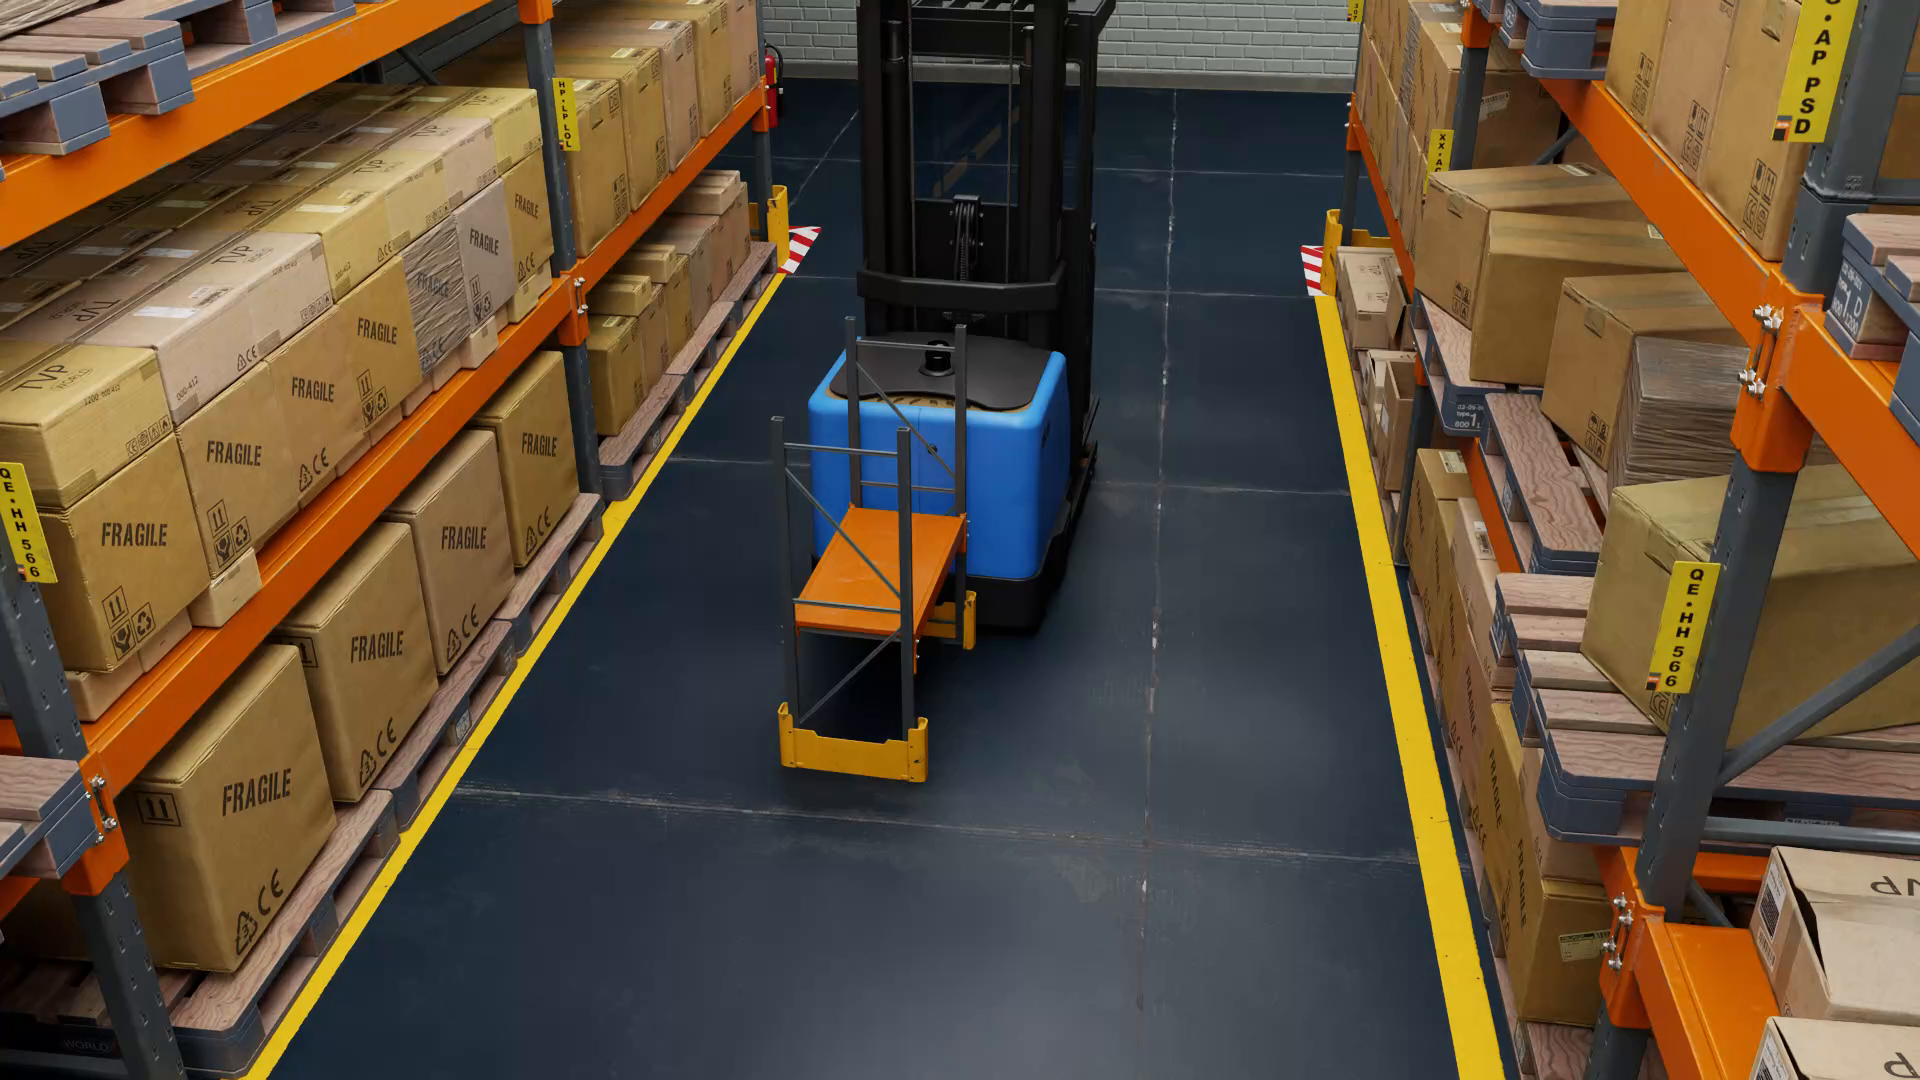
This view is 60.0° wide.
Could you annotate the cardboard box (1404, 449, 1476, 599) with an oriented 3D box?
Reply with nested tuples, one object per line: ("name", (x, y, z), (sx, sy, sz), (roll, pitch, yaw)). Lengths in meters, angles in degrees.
("cardboard box", (2.293, -0.069, 7.387), (0.500, 0.500, 0.500), (2, 28, 4))

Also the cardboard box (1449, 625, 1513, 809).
("cardboard box", (2.107, 0.656, 6.042), (0.500, 0.500, 0.500), (2, 28, 4))

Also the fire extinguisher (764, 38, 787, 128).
("fire extinguisher", (-1.356, -3.204, 11.509), (0.296, 0.674, 0.183), (3, 28, 6))

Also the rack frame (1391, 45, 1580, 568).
("rack frame", (2.594, -1.189, 7.295), (1.000, 3.000, 0.127), (3, 28, 6))

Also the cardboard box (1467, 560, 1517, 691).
("cardboard box", (2.109, 0.308, 5.897), (0.500, 0.250, 0.500), (3, 28, 5))

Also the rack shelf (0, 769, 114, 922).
("rack shelf", (-3.058, 1.666, 2.754), (1.077, 0.370, 4.000), (3, 28, 6))

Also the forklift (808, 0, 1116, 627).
("forklift", (0.126, -1.583, 8.098), (1.130, 2.935, 3.031), (6, 29, 10))

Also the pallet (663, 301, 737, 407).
("pallet", (-2.005, -1.177, 10.212), (1.003, 0.211, 1.213), (3, 28, 6))

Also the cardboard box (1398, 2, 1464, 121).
("cardboard box", (2.521, -2.405, 8.392), (0.500, 0.500, 0.500), (4, 29, 7))

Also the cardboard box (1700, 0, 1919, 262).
("cardboard box", (2.124, -0.878, 3.449), (0.910, 0.500, 0.500), (3, 28, 6))

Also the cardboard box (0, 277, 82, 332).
("cardboard box", (-2.948, -0.578, 4.930), (0.500, 0.250, 0.500), (2, 28, 5))

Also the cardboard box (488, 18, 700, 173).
("cardboard box", (-2.066, -2.548, 9.501), (0.980, 0.700, 0.700), (2, 28, 4))

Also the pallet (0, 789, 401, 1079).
("pallet", (-2.641, 1.269, 5.673), (1.003, 0.211, 1.213), (3, 28, 6))

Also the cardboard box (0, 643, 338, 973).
("cardboard box", (-2.593, 0.831, 5.369), (0.750, 0.750, 0.750), (3, 28, 6))

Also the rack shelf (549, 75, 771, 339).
("rack shelf", (-2.078, -2.100, 9.744), (1.077, 0.370, 4.000), (3, 28, 6))

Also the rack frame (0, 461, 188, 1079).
("rack frame", (-2.810, 0.408, 4.330), (0.949, 2.616, 0.053), (3, 28, 6))

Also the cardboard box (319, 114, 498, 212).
("cardboard box", (-2.198, -1.514, 6.667), (0.500, 0.250, 0.500), (4, 29, 7))

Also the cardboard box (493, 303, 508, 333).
("cardboard box", (-2.167, -0.958, 7.110), (0.380, 0.149, 0.250), (4, 29, 8))

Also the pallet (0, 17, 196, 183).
("pallet", (-2.787, -1.136, 4.232), (1.213, 0.211, 1.003), (5, 29, 9))

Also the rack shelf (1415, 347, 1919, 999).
("rack shelf", (2.349, 0.069, 5.718), (1.077, 0.370, 4.000), (3, 28, 6))

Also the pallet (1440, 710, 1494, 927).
("pallet", (2.385, 1.000, 6.172), (1.003, 0.211, 1.213), (3, 28, 6))

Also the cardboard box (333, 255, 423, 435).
("cardboard box", (-2.308, -0.715, 5.974), (0.500, 0.500, 0.500), (4, 29, 8))

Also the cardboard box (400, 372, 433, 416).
("cardboard box", (-2.282, -0.602, 6.449), (0.380, 0.149, 0.250), (3, 28, 5))

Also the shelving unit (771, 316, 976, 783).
("shelving unit", (-0.319, 0.011, 6.649), (0.587, 1.500, 1.083), (5, 29, 10))

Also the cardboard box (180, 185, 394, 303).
("cardboard box", (-2.323, -1.034, 5.776), (0.500, 0.250, 0.500), (3, 28, 5))

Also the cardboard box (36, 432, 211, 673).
("cardboard box", (-2.499, 0.010, 4.628), (0.500, 0.500, 0.500), (4, 29, 8))

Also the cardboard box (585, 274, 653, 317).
("cardboard box", (-1.906, -1.342, 9.087), (0.380, 0.149, 0.250), (4, 29, 8))

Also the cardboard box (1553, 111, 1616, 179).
("cardboard box", (2.931, -1.879, 7.415), (0.500, 0.500, 0.500), (4, 29, 8))

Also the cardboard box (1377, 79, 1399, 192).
("cardboard box", (2.583, -2.208, 9.080), (0.500, 0.500, 0.500), (4, 29, 7))

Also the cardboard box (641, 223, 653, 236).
("cardboard box", (-2.125, -1.987, 10.285), (0.380, 0.149, 0.250), (4, 29, 7))

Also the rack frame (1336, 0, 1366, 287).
("rack frame", (3.084, -3.072, 10.789), (1.000, 3.000, 0.127), (3, 28, 6))

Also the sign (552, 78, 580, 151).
("sign", (-1.783, -1.923, 7.520), (0.100, 0.325, 0.005), (3, 28, 6))

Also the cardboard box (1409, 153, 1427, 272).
("cardboard box", (2.401, -1.483, 7.735), (0.500, 0.500, 0.500), (4, 29, 7))

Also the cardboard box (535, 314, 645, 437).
("cardboard box", (-2.129, -0.906, 8.961), (0.700, 0.500, 0.500), (4, 29, 7))

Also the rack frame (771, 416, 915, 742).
("rack frame", (-0.421, 0.251, 6.202), (0.500, 1.500, 0.032), (5, 29, 10))

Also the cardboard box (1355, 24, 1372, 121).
("cardboard box", (2.768, -2.922, 10.406), (0.500, 0.500, 0.500), (4, 29, 7))

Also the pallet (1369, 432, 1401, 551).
("pallet", (2.679, -0.285, 8.556), (1.003, 0.211, 1.213), (3, 28, 6))

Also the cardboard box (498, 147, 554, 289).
("cardboard box", (-2.129, -1.427, 7.296), (0.500, 0.500, 0.500), (3, 28, 5))

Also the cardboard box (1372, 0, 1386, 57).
("cardboard box", (2.712, -3.116, 9.712), (0.500, 0.500, 0.500), (4, 29, 7))

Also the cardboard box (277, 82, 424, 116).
("cardboard box", (-2.638, -1.788, 7.175), (0.500, 0.250, 0.500), (4, 29, 8))

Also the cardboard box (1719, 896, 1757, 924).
("cardboard box", (2.502, 1.156, 5.113), (0.500, 0.500, 0.500), (2, 28, 4))

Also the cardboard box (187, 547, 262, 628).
("cardboard box", (-2.387, 0.130, 5.090), (0.380, 0.149, 0.250), (4, 29, 8))

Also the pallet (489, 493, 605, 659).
("pallet", (-2.343, 0.120, 7.805), (1.003, 0.211, 1.213), (3, 28, 6))

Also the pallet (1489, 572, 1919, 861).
("pallet", (2.117, 0.455, 4.445), (1.213, 0.211, 1.003), (3, 28, 6))

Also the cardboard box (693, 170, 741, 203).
("cardboard box", (-1.654, -2.322, 10.906), (0.380, 0.149, 0.250), (3, 28, 6))

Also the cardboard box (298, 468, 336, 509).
("cardboard box", (-2.413, -0.239, 5.775), (0.380, 0.149, 0.250), (4, 29, 7))

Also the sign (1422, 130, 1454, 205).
("sign", (2.055, -1.598, 7.141), (0.100, 0.325, 0.005), (3, 28, 6))

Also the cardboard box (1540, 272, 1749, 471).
("cardboard box", (2.439, -0.583, 5.621), (0.700, 0.500, 0.500), (-4, 29, -7))

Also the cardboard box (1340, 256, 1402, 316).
("cardboard box", (2.675, -1.580, 10.456), (0.500, 0.250, 0.500), (3, 28, 6))

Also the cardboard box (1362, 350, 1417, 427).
("cardboard box", (2.474, -0.837, 9.012), (0.500, 0.311, 0.500), (3, 28, 6))

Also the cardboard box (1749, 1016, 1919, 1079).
("cardboard box", (1.802, 1.143, 3.060), (0.500, 0.311, 0.500), (3, 28, 6))

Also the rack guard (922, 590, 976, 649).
("rack guard", (-0.221, 0.329, 7.375), (0.587, 0.250, 0.087), (5, 29, 10))

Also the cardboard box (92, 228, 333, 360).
("cardboard box", (-2.379, -0.794, 5.330), (0.500, 0.250, 0.500), (4, 29, 7))

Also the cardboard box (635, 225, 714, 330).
("cardboard box", (-1.941, -1.635, 10.315), (0.700, 0.500, 0.500), (2, 28, 5))

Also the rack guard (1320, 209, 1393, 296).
("rack guard", (3.075, -1.936, 11.316), (1.175, 0.500, 0.348), (3, 28, 6))

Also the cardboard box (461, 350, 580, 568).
("cardboard box", (-2.273, -0.400, 7.654), (0.750, 0.750, 0.750), (4, 29, 7))
